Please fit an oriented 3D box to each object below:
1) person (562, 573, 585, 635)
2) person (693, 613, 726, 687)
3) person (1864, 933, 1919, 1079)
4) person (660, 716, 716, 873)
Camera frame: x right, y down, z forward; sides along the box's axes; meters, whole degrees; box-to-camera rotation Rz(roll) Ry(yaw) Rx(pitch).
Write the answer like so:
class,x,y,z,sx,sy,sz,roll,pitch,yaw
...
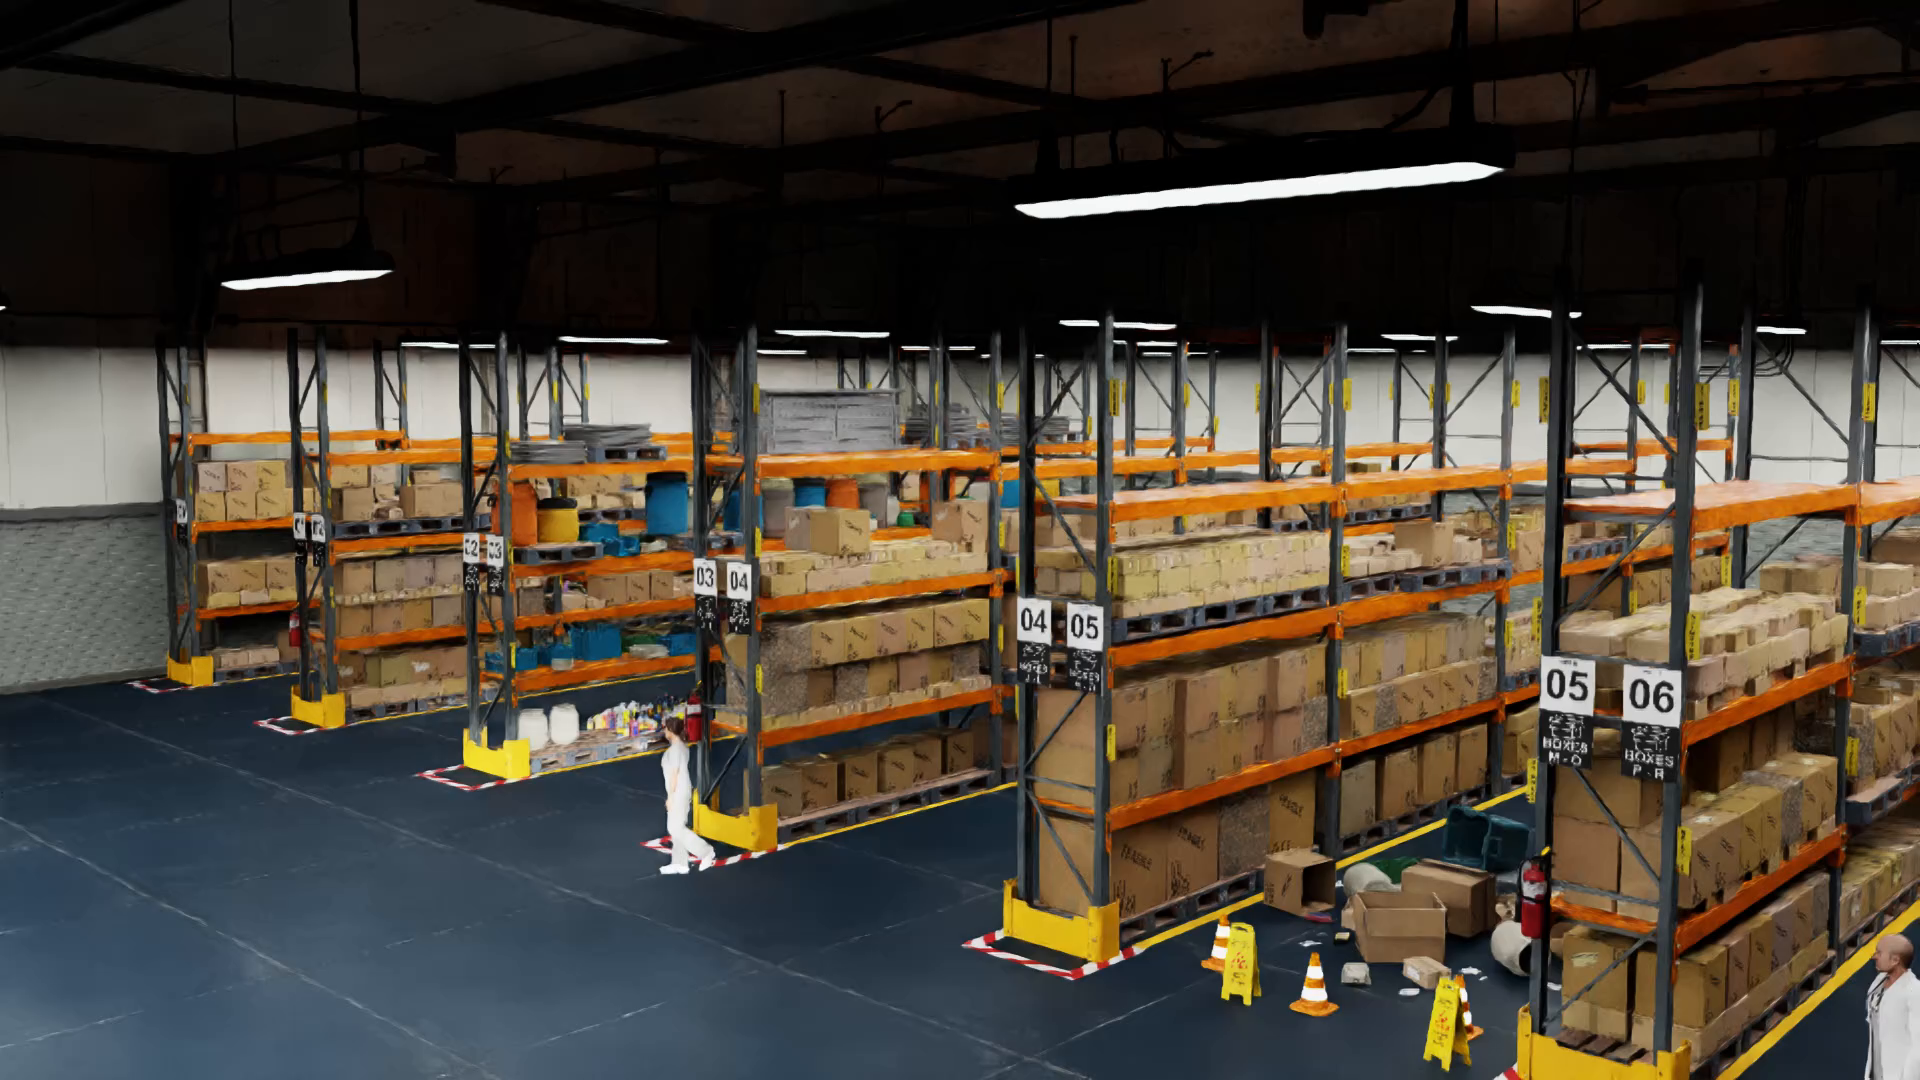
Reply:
class,x,y,z,sx,sy,sz,roll,pitch,yaw
person,-7.635,1.345,32.580,0.864,1.509,0.536,-5,7,-42
person,-4.154,1.713,28.351,0.912,1.567,0.565,-5,7,-43
person,5.894,3.316,10.271,0.721,1.775,0.590,0,5,-1
person,-2.882,2.688,17.536,0.601,1.671,0.502,0,5,0
